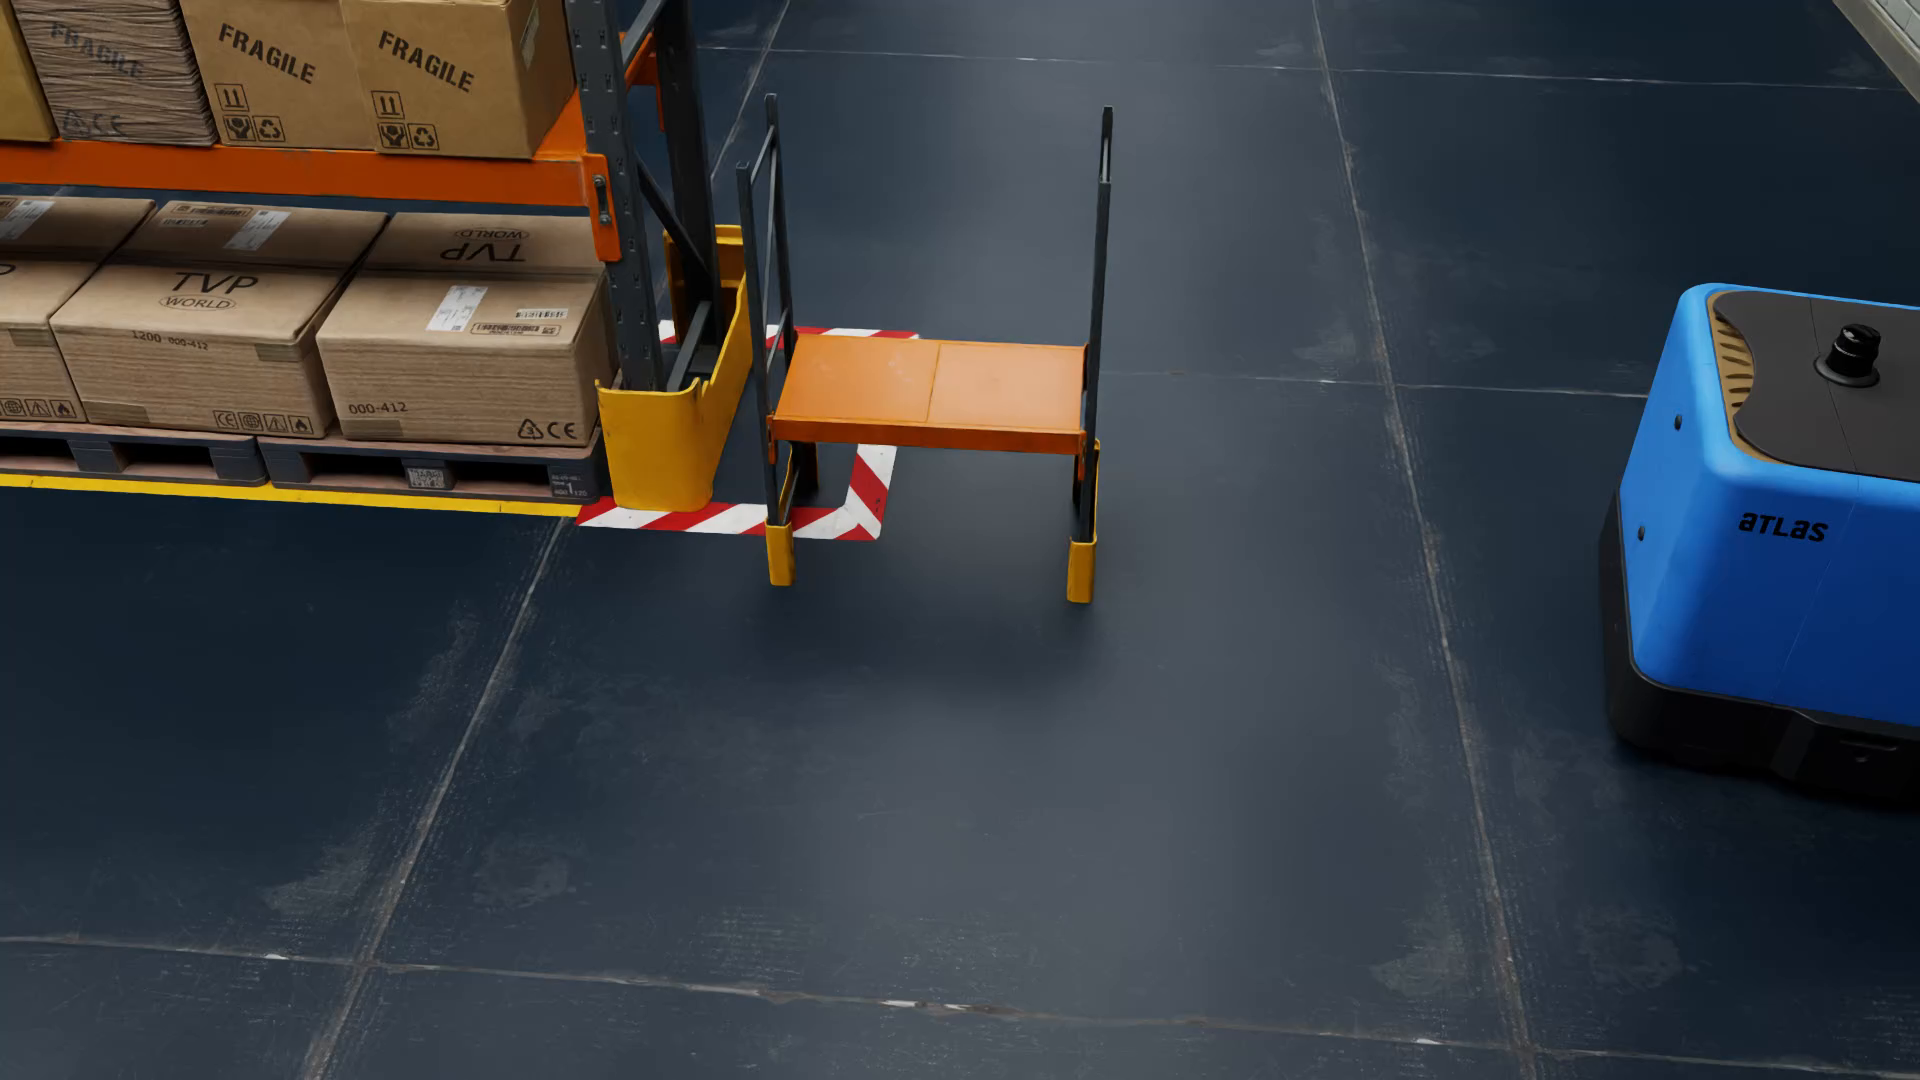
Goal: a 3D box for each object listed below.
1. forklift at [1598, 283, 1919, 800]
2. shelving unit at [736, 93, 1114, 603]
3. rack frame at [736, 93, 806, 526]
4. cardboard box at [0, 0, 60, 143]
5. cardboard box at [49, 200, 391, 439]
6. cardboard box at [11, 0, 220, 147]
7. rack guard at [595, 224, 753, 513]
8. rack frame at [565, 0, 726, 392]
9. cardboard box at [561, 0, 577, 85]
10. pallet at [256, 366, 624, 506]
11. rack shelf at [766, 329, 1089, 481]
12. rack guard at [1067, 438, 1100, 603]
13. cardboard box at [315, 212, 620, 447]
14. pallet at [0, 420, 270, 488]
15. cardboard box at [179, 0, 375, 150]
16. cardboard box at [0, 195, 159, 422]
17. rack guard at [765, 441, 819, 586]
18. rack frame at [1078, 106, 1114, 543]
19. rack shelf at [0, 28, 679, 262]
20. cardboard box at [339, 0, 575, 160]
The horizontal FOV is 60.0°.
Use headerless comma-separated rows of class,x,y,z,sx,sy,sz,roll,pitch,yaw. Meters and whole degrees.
forklift,3.518,-0.569,4.128,3.031,2.935,1.130,9,40,11
shelving unit,-0.076,-0.586,5.282,1.083,1.500,0.587,3,39,4
rack frame,-0.591,-0.614,5.316,0.032,1.500,0.500,3,39,4
cardboard box,-3.072,-1.612,5.276,0.500,0.500,0.500,4,39,5
cardboard box,-2.620,-0.822,6.081,0.875,0.438,0.875,4,39,5
cardboard box,-2.557,-1.592,5.251,0.500,0.500,0.500,4,39,5
rack guard,-1.017,-0.664,6.170,0.348,0.500,1.175,3,39,4
rack frame,-1.041,-1.635,5.383,0.127,3.000,1.000,3,39,4
cardboard box,-1.495,-1.881,5.605,0.500,0.500,0.500,3,39,3
pallet,-1.845,-0.548,6.256,1.213,0.211,1.003,3,39,4
rack shelf,-0.085,-0.447,5.396,1.000,0.185,0.538,3,39,4
rack guard,0.420,-0.074,5.643,0.087,0.250,0.587,3,39,4
cardboard box,-1.707,-0.777,6.026,0.875,0.438,0.875,2,39,2
pallet,-3.057,-0.616,6.340,1.213,0.211,1.003,3,39,4
cardboard box,-2.043,-1.571,5.224,0.500,0.500,0.500,2,39,3
cardboard box,-3.518,-0.872,6.142,0.875,0.438,0.875,2,39,3
rack guard,-0.572,-0.128,5.709,0.087,0.250,0.587,3,39,4
rack frame,0.422,-0.559,5.248,0.032,1.500,0.500,3,39,4
rack shelf,-3.034,-1.465,5.744,4.000,0.370,1.077,3,39,4
cardboard box,-1.545,-1.534,5.179,0.500,0.500,0.500,3,39,4
